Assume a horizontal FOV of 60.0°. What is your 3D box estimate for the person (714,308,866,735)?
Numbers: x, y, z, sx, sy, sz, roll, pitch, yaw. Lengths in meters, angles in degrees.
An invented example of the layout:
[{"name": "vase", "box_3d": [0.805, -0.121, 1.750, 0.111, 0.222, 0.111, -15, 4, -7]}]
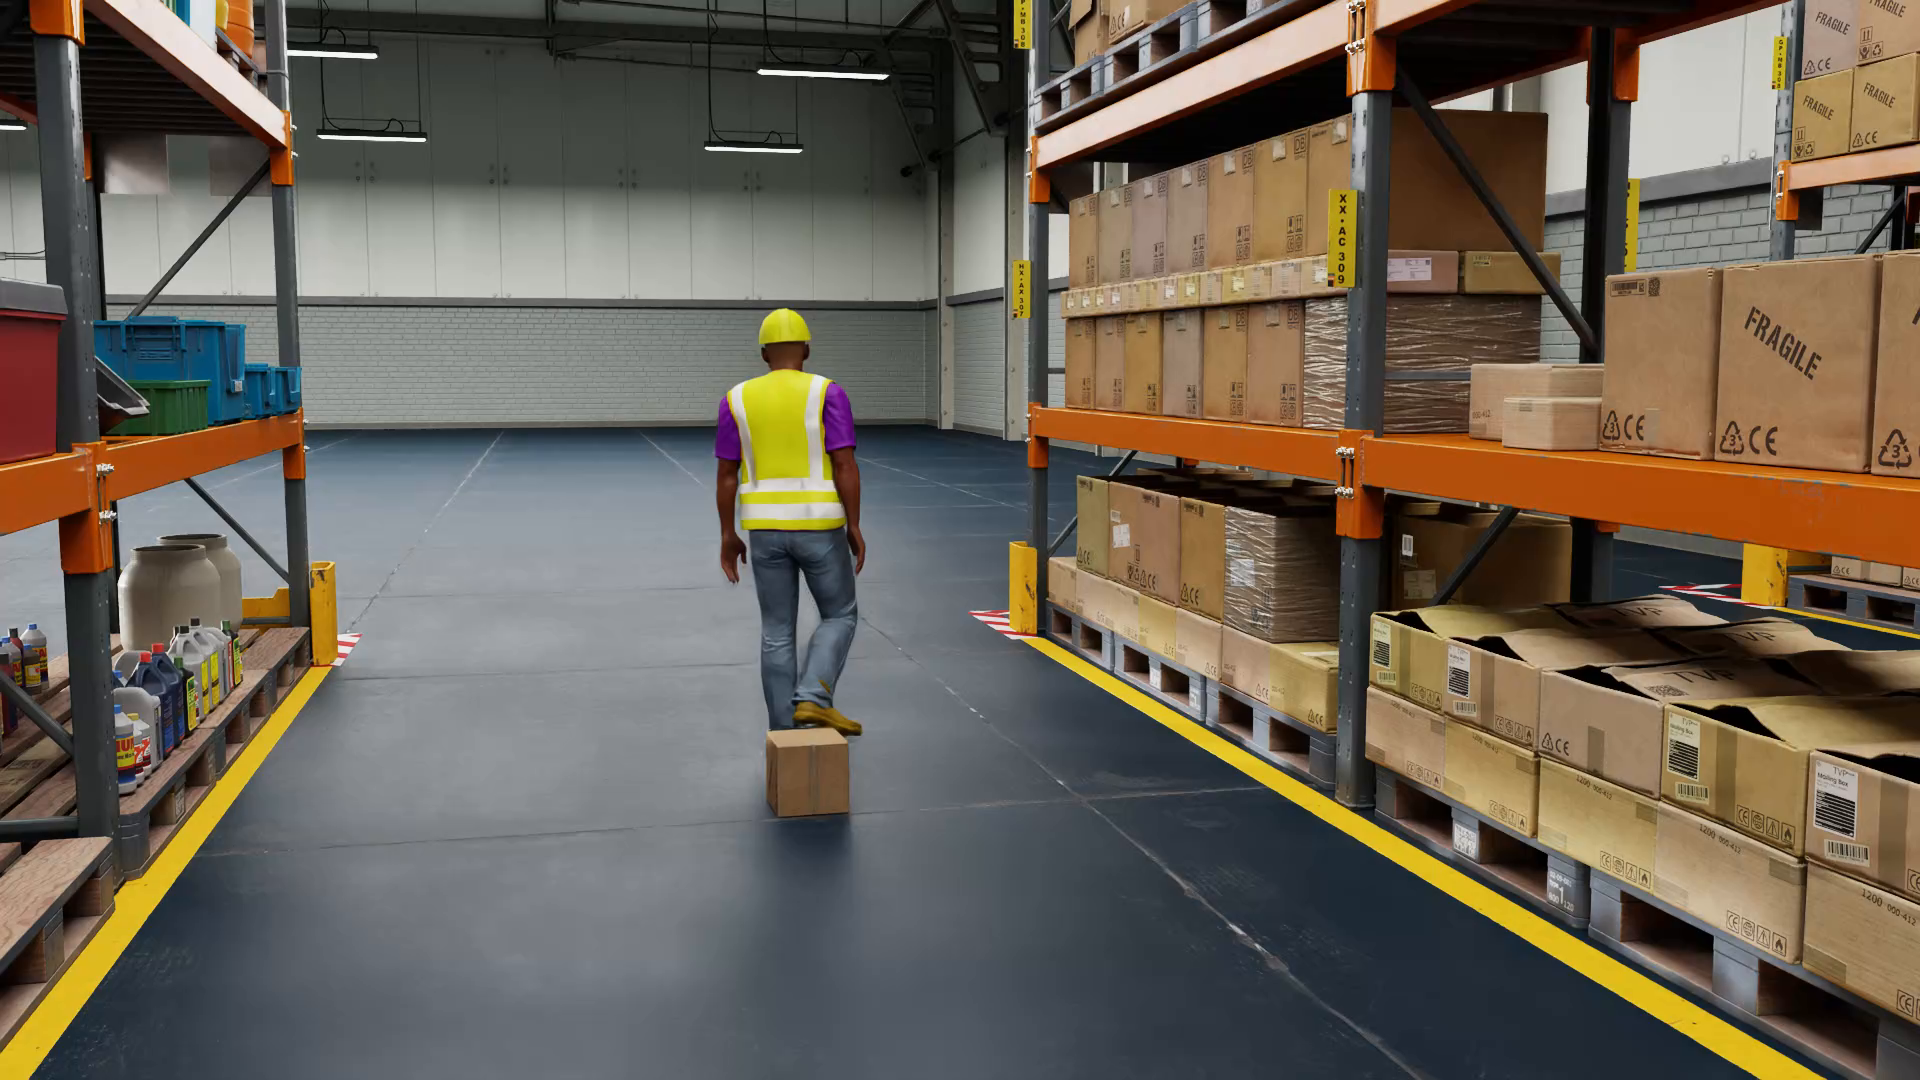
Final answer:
[{"name": "person", "box_3d": [-0.665, -0.028, 6.533, 0.614, 1.756, 0.547, 1, 6, 8]}]
